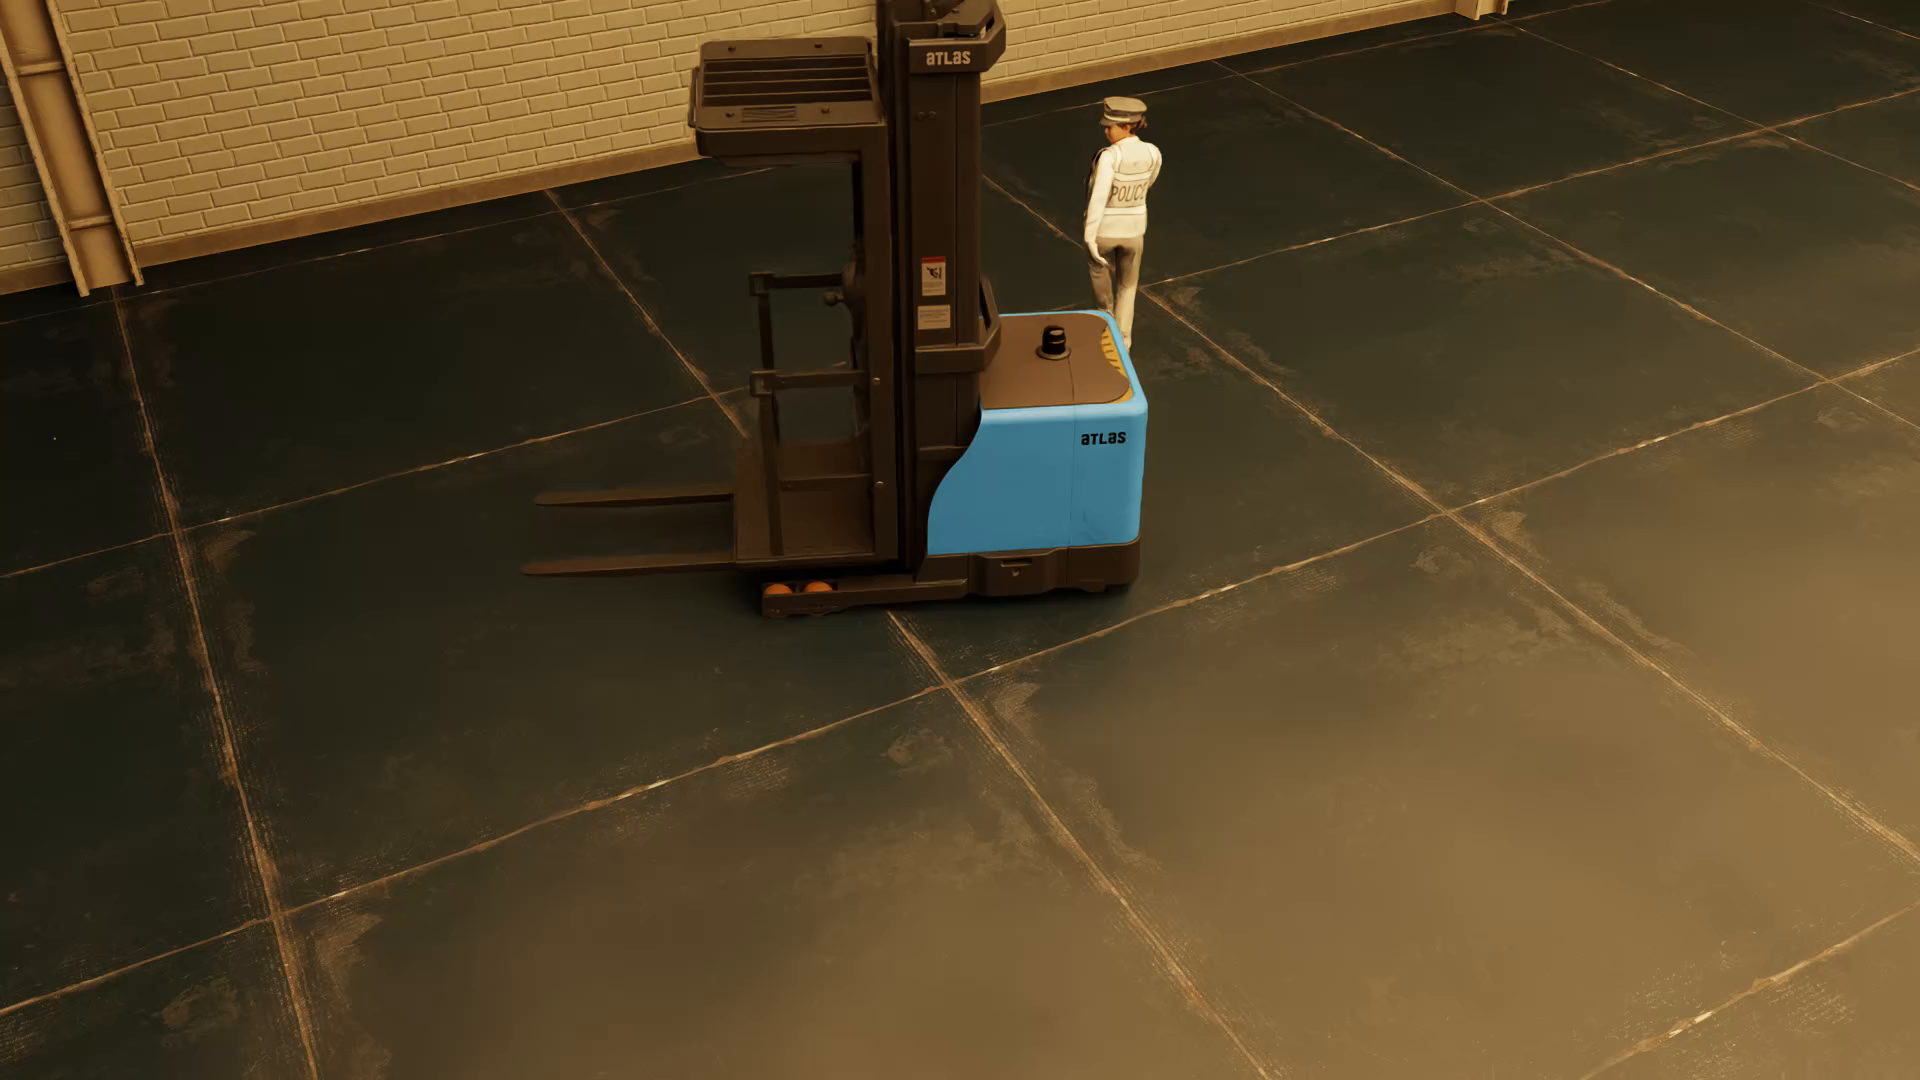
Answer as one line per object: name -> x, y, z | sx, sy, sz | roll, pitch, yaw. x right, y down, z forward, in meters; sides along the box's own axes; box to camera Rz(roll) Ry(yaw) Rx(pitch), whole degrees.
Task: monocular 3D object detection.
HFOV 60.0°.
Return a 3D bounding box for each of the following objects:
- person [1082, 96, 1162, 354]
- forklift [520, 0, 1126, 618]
person -> 0.941, -1.860, 9.945 | 0.497, 1.620, 0.889 | -3, 35, -5
forklift -> -0.662, -1.138, 7.733 | 3.031, 2.935, 1.121 | -3, 35, -5
